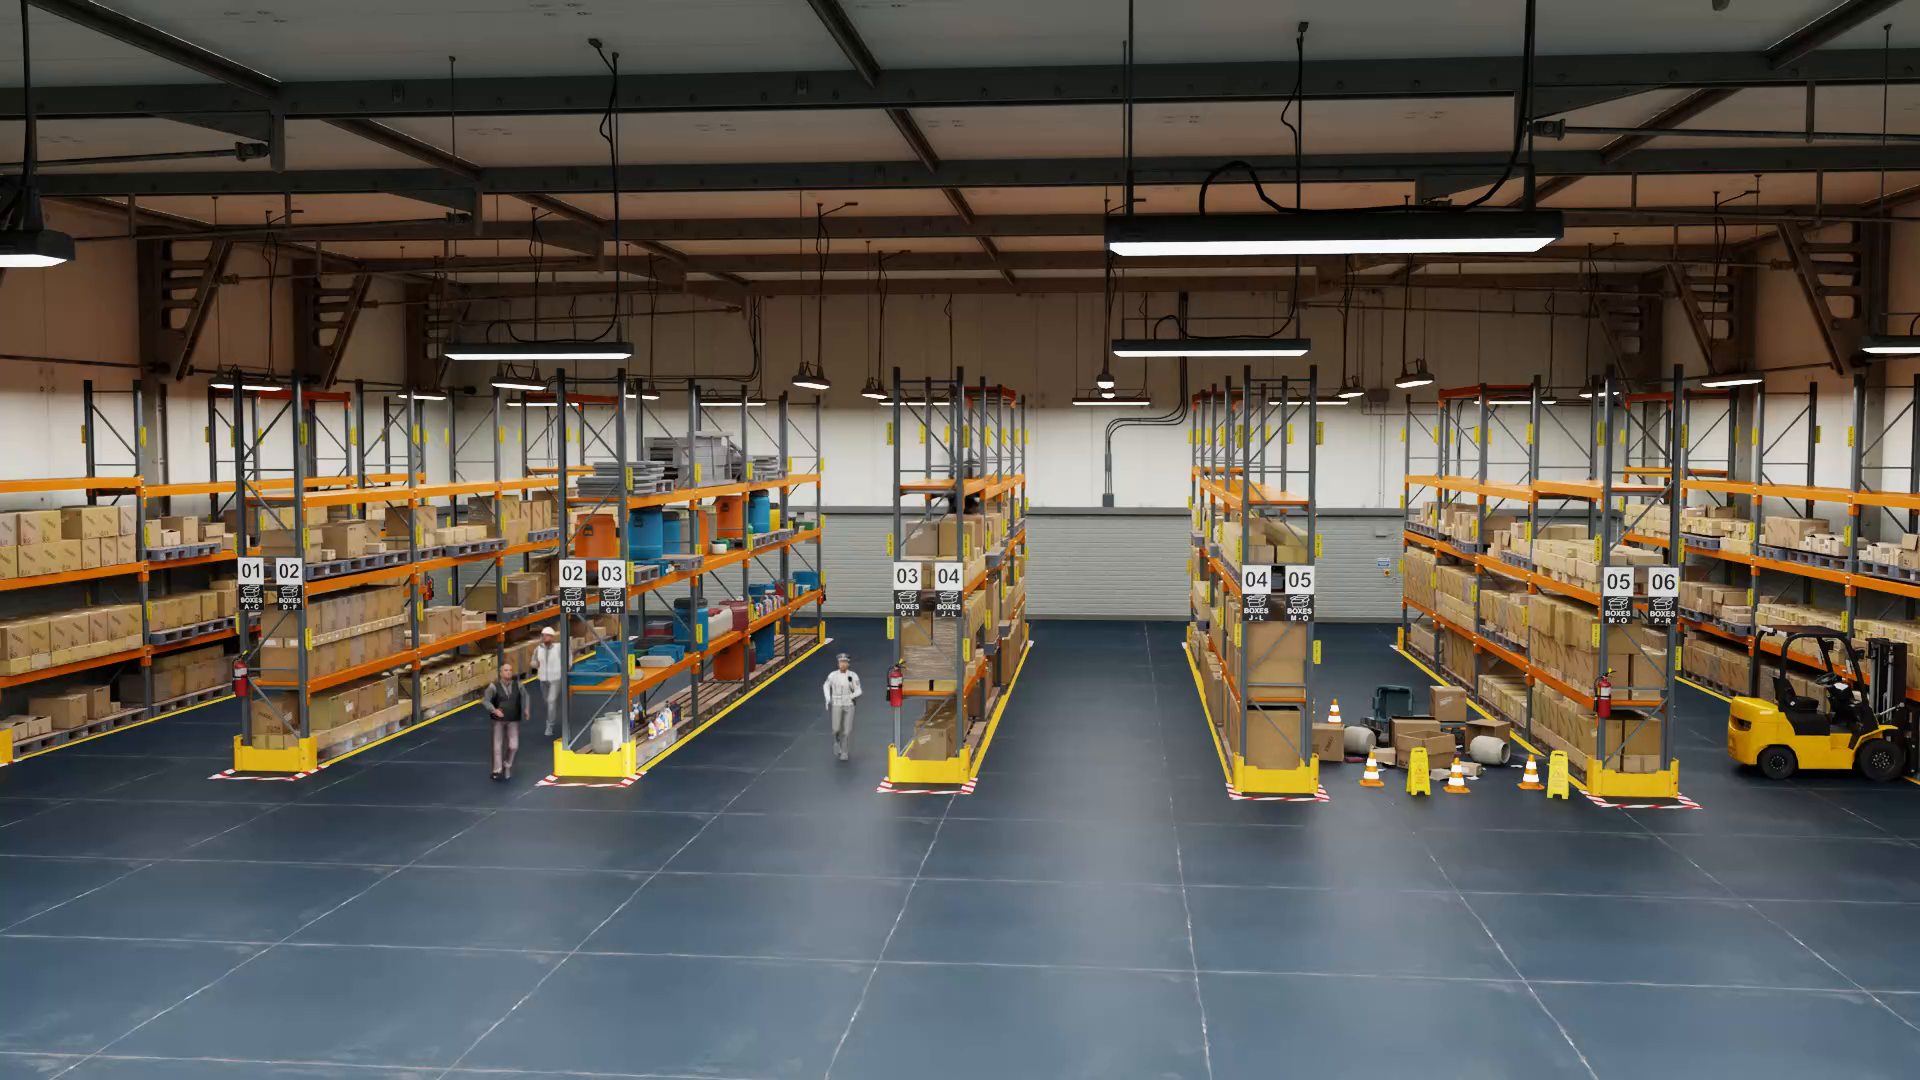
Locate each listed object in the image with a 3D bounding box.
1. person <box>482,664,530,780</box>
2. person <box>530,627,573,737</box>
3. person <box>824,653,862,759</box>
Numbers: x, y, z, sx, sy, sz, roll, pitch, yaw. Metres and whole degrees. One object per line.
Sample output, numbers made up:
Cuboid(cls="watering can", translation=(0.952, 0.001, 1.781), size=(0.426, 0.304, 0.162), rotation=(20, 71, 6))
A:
Cuboid(cls="person", translation=(-6.590, 2.654, 24.206), size=(0.700, 1.692, 0.560), rotation=(-1, 4, -21))
Cuboid(cls="person", translation=(-6.913, 2.365, 28.163), size=(0.665, 1.808, 0.945), rotation=(0, 4, 8))
Cuboid(cls="person", translation=(-1.816, 2.572, 25.666), size=(0.599, 1.657, 0.562), rotation=(0, 4, -2))
